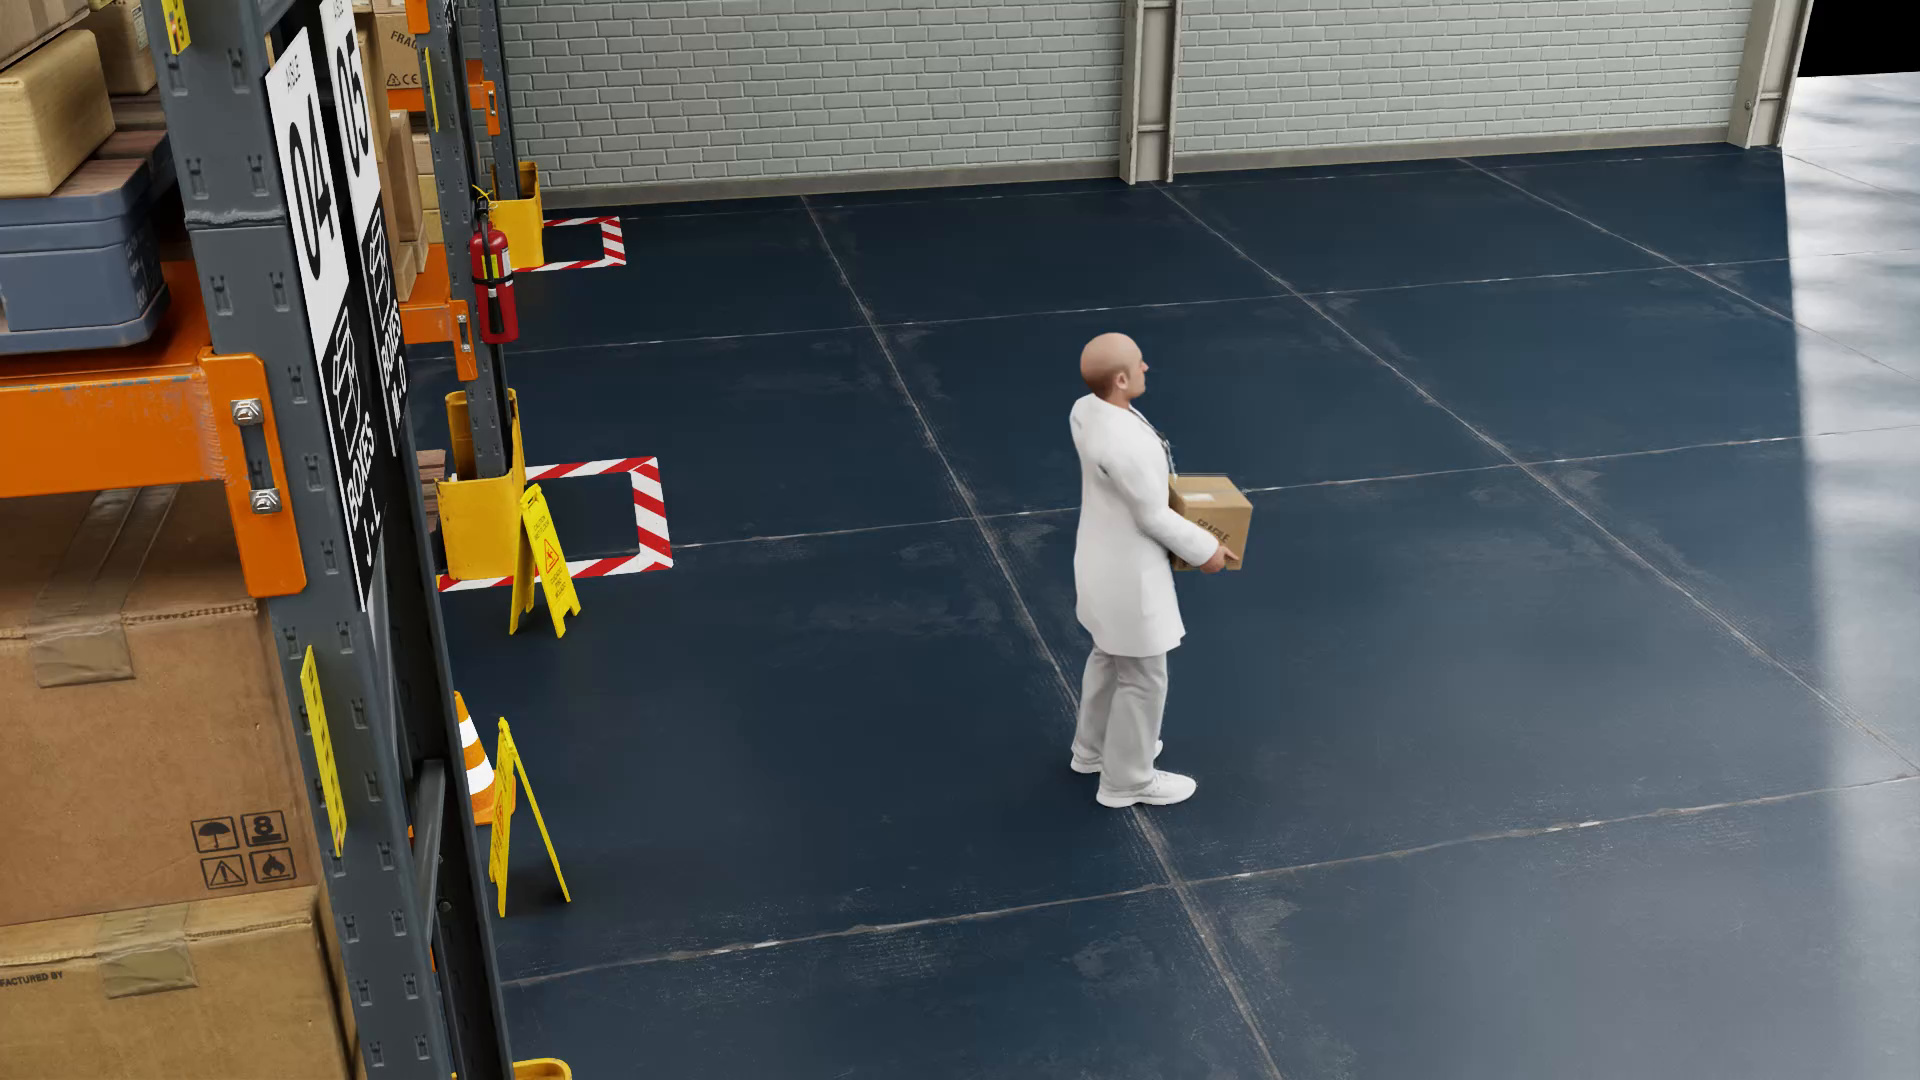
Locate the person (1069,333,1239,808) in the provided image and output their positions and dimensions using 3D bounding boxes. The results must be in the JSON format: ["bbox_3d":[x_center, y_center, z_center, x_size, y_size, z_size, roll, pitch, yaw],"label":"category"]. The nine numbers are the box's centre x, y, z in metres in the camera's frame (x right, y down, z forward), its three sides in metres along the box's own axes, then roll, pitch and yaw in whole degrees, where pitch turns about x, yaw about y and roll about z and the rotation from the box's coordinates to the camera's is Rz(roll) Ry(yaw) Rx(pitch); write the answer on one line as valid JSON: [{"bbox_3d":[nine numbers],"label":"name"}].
[{"bbox_3d":[0.671,0.105,5.919,0.554,1.775,0.529,-6,27,-12],"label":"person"}]
